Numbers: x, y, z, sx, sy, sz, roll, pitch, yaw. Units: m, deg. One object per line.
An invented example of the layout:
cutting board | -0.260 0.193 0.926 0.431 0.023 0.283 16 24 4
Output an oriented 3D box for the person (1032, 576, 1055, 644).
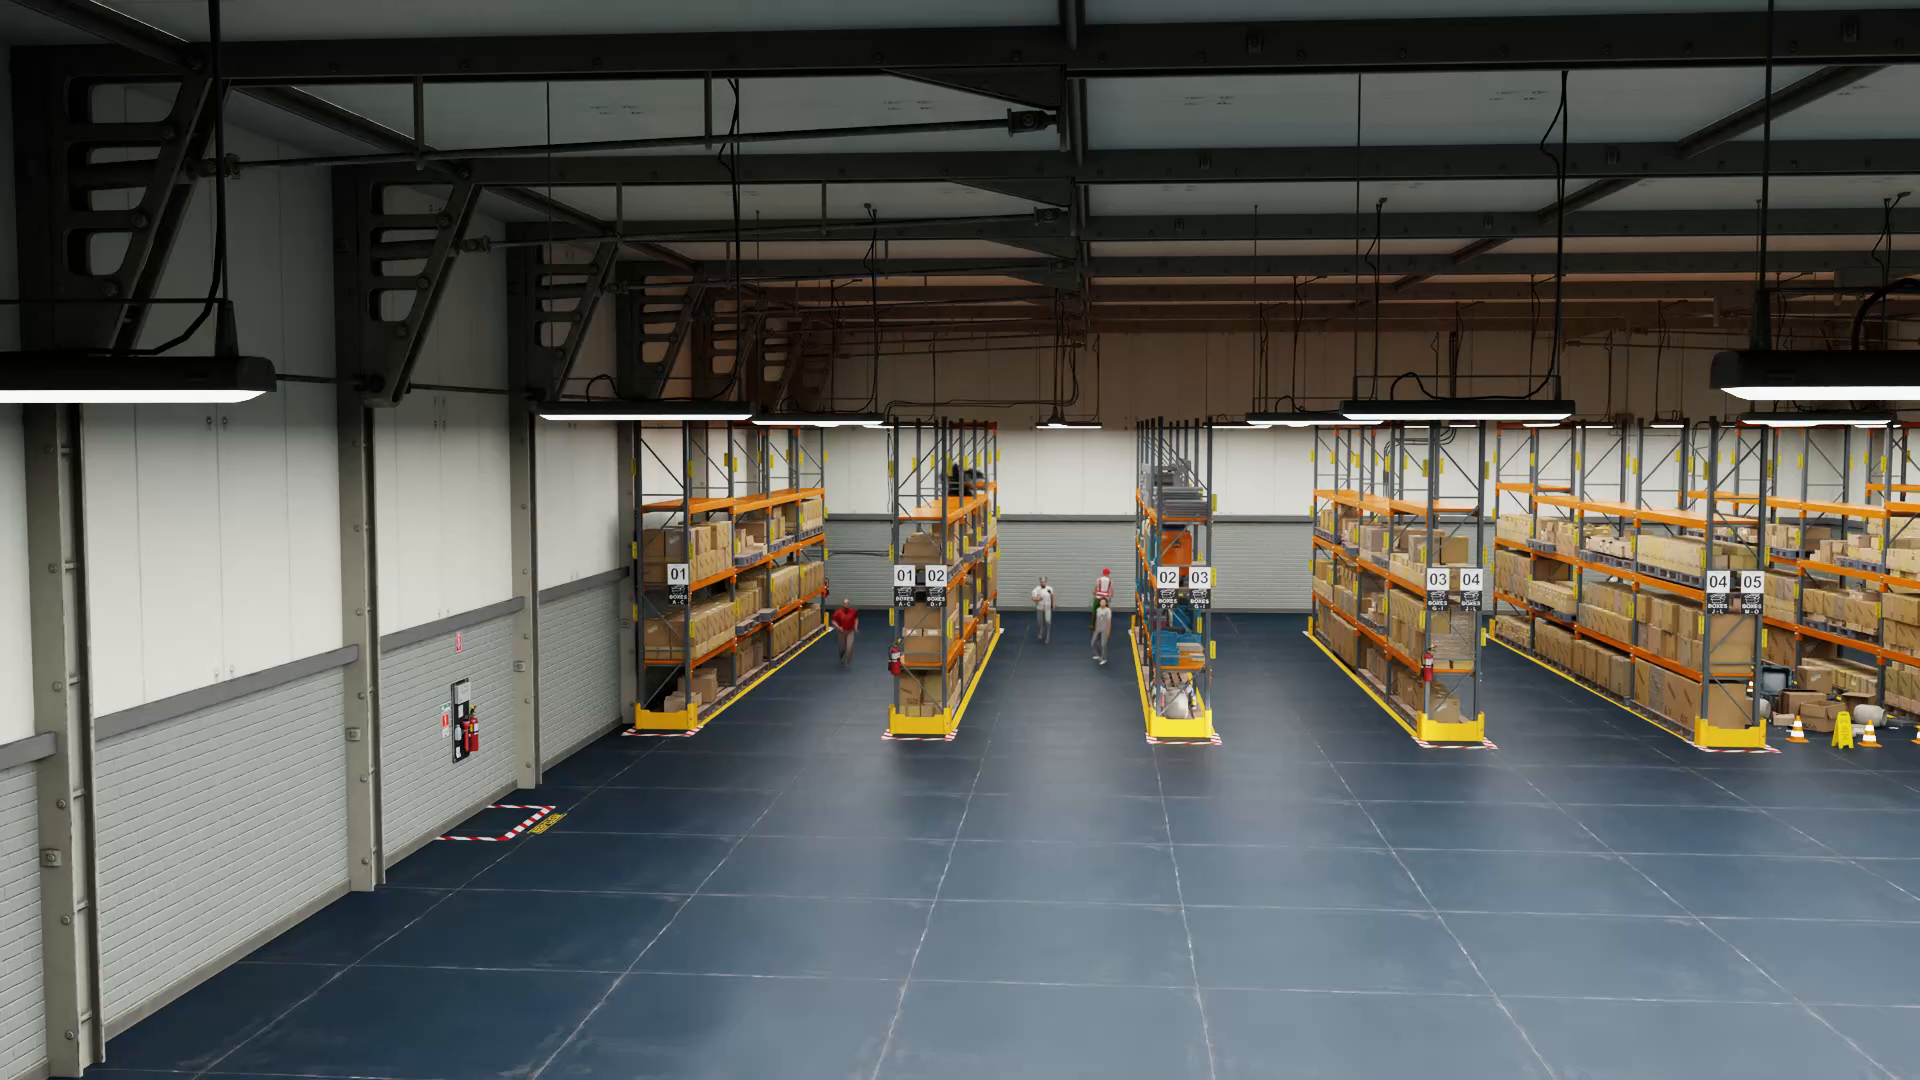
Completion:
person | 2.264 1.902 45.134 0.639 1.842 0.873 0 4 -2

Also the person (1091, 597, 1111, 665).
person | 3.505 2.231 40.912 0.577 1.696 0.463 3 5 40

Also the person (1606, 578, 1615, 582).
person | 17.499 1.886 44.789 0.655 1.765 1.000 -1 4 -19

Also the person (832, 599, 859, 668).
person | -2.786 2.262 40.383 0.659 1.678 0.777 -1 4 -10

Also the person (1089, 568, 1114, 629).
person | 4.088 1.716 48.084 0.710 1.802 0.463 0 4 -1
